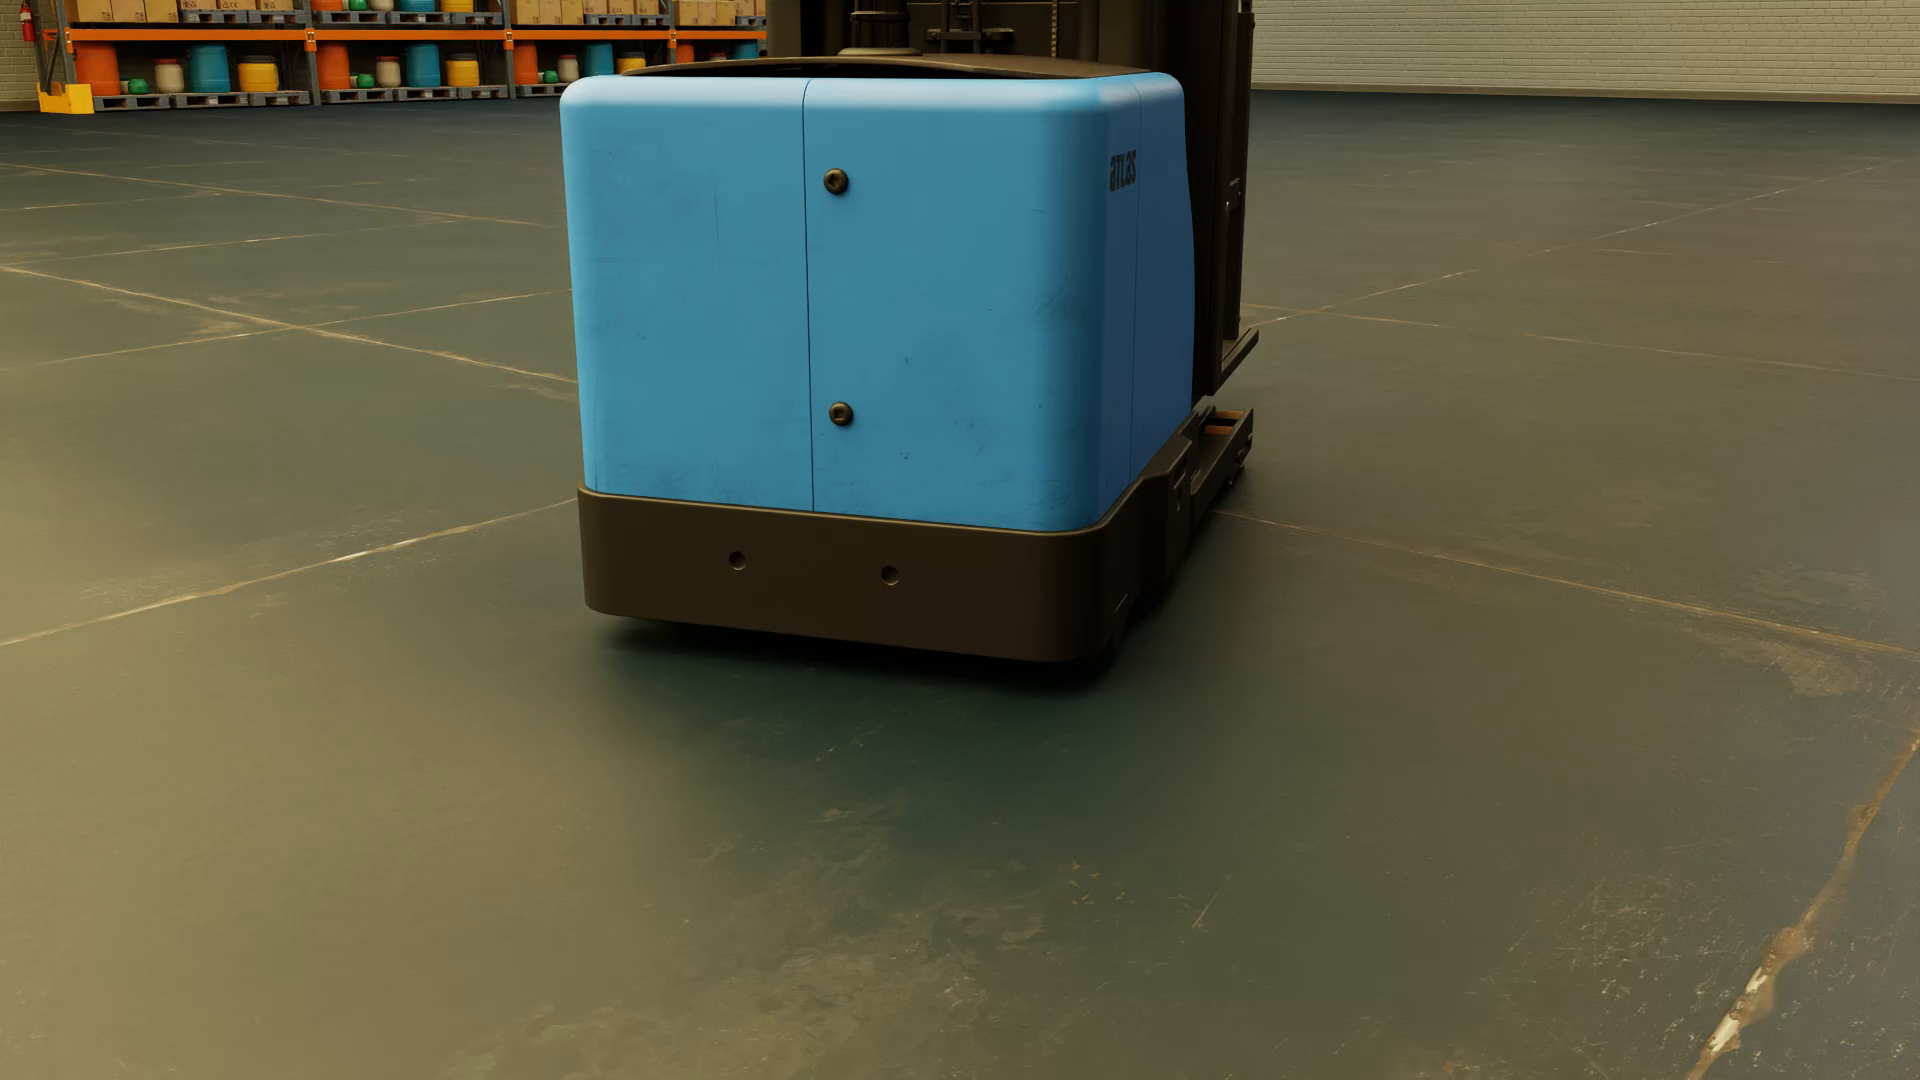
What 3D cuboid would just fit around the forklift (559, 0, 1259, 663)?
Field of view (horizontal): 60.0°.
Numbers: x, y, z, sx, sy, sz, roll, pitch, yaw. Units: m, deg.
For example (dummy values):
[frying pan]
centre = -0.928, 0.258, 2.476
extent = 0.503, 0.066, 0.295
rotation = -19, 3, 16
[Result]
[forklift]
centre = 0.182, -1.571, 4.072
extent = 1.130, 2.935, 3.031
rotation = 5, 18, 17
